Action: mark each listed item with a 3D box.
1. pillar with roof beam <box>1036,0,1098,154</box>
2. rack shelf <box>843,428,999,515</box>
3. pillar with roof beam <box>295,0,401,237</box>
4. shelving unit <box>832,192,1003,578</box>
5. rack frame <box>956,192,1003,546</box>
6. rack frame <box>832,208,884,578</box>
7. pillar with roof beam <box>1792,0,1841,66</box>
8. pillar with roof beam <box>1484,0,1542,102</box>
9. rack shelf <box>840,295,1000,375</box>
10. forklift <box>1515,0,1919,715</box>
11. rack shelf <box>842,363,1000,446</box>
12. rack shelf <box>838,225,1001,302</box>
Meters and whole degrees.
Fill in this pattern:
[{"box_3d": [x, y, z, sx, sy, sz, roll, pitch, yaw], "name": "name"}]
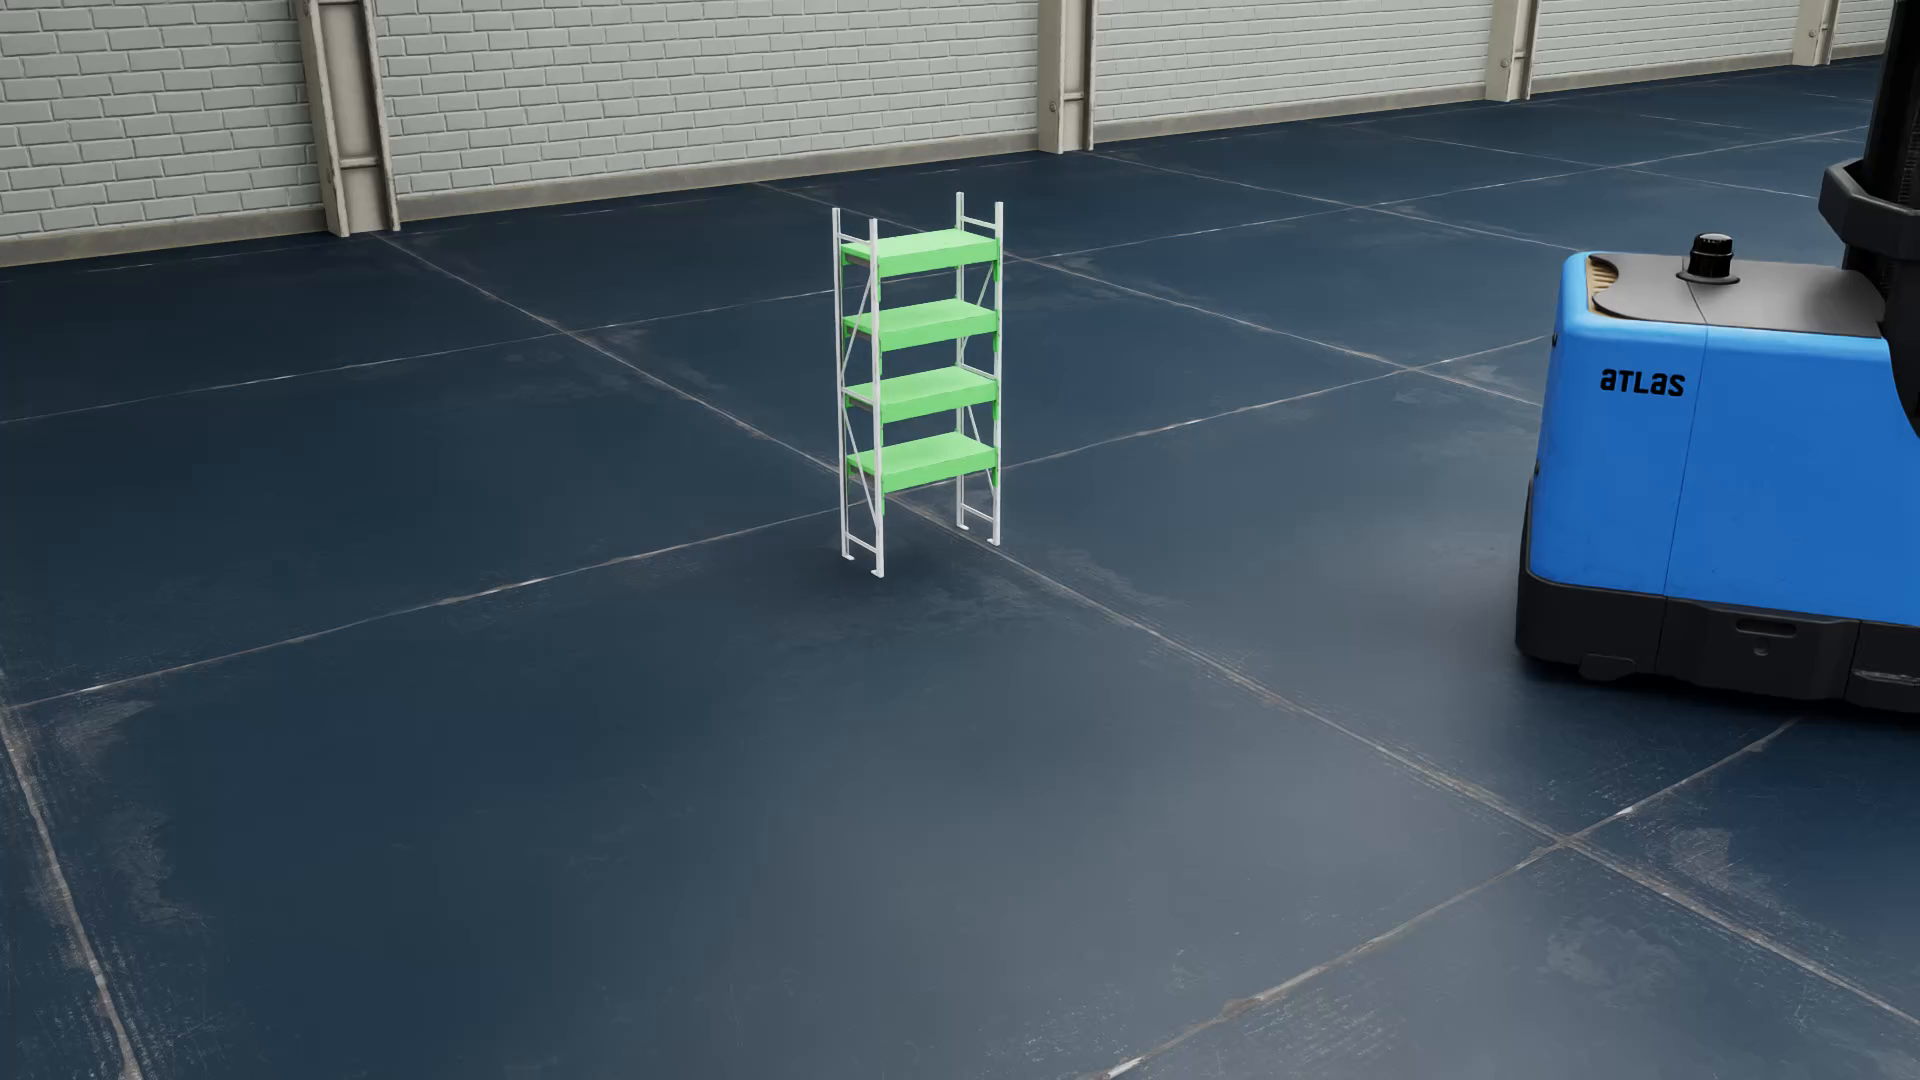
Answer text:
[{"box_3d": [3.416, -6.249, 9.414, 0.400, 9.000, 9.100, -15, 26, -33], "name": "pillar with roof beam"}, {"box_3d": [-0.134, -0.239, 5.697, 0.480, 0.148, 0.258, -15, 26, -33], "name": "rack shelf"}, {"box_3d": [-1.454, -4.950, 6.159, 0.400, 9.000, 9.100, -15, 26, -33], "name": "pillar with roof beam"}, {"box_3d": [-0.134, -0.521, 5.584, 0.503, 1.200, 0.258, -15, 26, -33], "name": "shelving unit"}, {"box_3d": [0.064, -0.574, 5.717, 0.015, 1.200, 0.240, -15, 26, -33], "name": "rack frame"}, {"box_3d": [-0.332, -0.469, 5.452, 0.015, 1.200, 0.240, -15, 26, -33], "name": "rack frame"}, {"box_3d": [13.157, -8.846, 15.923, 0.400, 9.000, 9.100, -15, 26, -33], "name": "pillar with roof beam"}, {"box_3d": [8.287, -7.547, 12.668, 0.400, 9.000, 9.100, -15, 26, -33], "name": "pillar with roof beam"}, {"box_3d": [-0.134, -0.685, 5.519, 0.480, 0.148, 0.258, -15, 26, -33], "name": "rack shelf"}, {"box_3d": [3.219, -0.959, 4.346, 3.031, 2.935, 1.130, 7, 23, 17], "name": "forklift"}, {"box_3d": [-0.134, -0.462, 5.608, 0.480, 0.148, 0.258, -15, 26, -33], "name": "rack shelf"}, {"box_3d": [-0.134, -0.908, 5.430, 0.480, 0.148, 0.258, -15, 26, -33], "name": "rack shelf"}]
